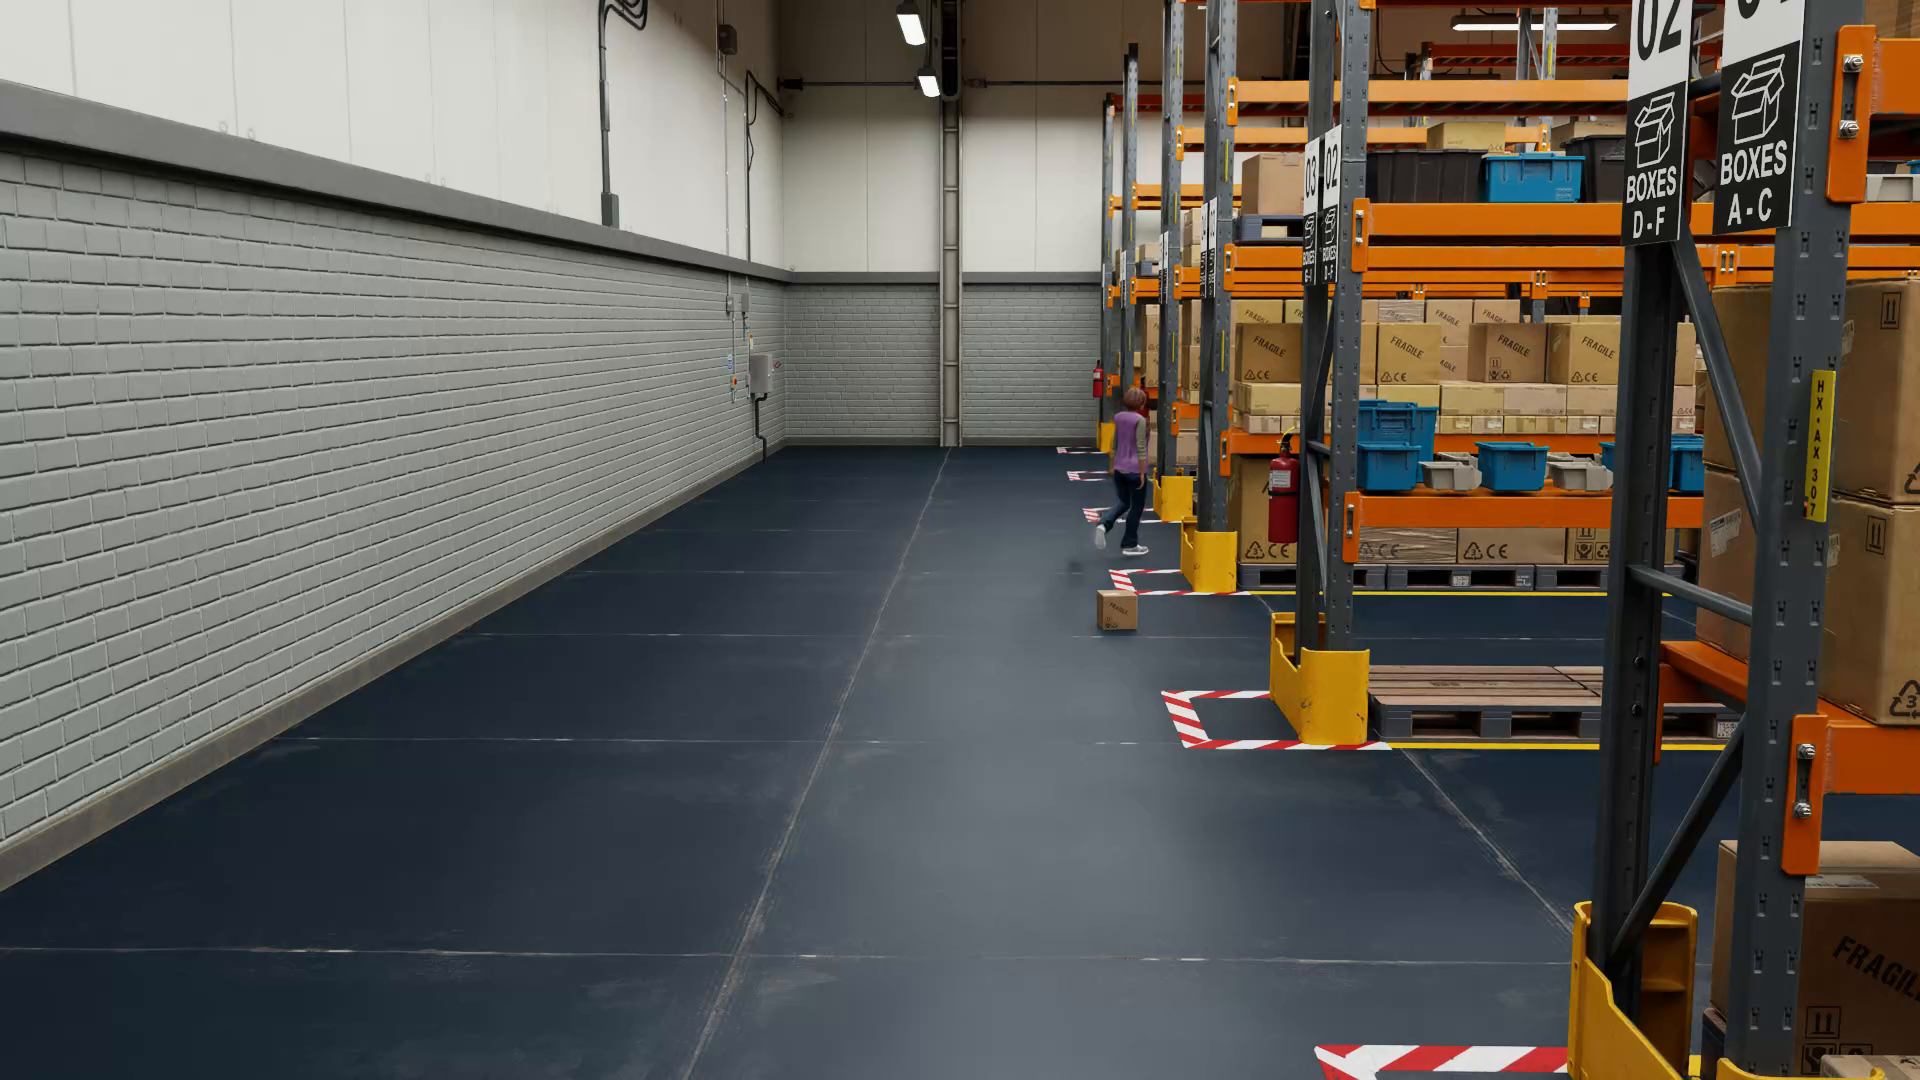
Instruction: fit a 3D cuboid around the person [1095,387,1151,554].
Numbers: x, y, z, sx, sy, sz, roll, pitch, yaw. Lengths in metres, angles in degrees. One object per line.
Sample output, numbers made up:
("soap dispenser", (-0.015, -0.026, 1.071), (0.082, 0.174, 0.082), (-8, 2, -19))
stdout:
("person", (1.545, -0.632, 15.491), (0.600, 1.580, 0.465), (-5, 9, -33))
